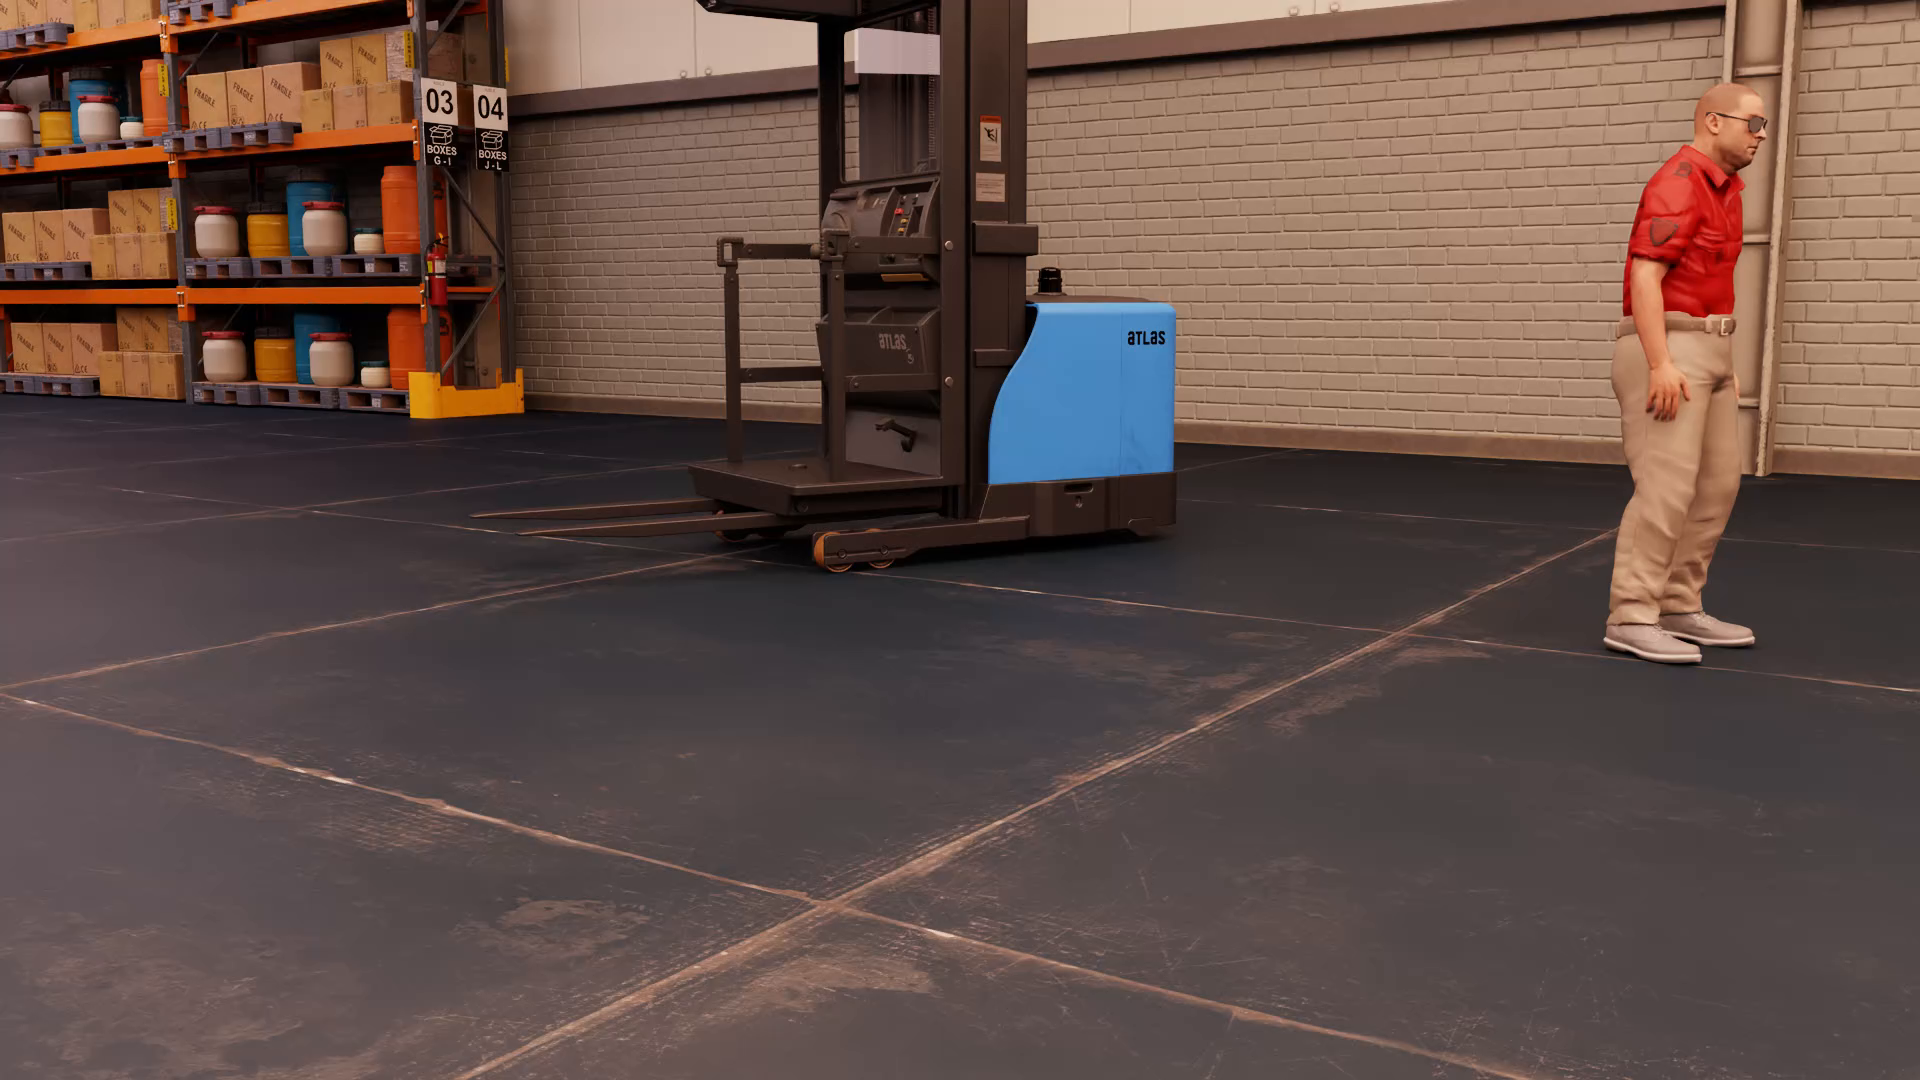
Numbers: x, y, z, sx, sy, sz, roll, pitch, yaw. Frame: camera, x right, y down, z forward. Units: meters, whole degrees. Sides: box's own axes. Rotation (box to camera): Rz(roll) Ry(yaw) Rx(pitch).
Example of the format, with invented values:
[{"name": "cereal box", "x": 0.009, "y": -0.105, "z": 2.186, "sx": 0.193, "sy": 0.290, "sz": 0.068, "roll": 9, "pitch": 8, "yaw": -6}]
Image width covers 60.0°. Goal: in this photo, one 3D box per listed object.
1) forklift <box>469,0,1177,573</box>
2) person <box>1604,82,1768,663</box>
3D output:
[{"name": "forklift", "x": -0.529, "y": -1.404, "z": 7.069, "sx": 3.031, "sy": 2.935, "sz": 1.130, "roll": -5, "pitch": 10, "yaw": -32}, {"name": "person", "x": 2.248, "y": -0.521, "z": 5.132, "sx": 0.399, "sy": 1.726, "sz": 0.604, "roll": 8, "pitch": 11, "yaw": 44}]
